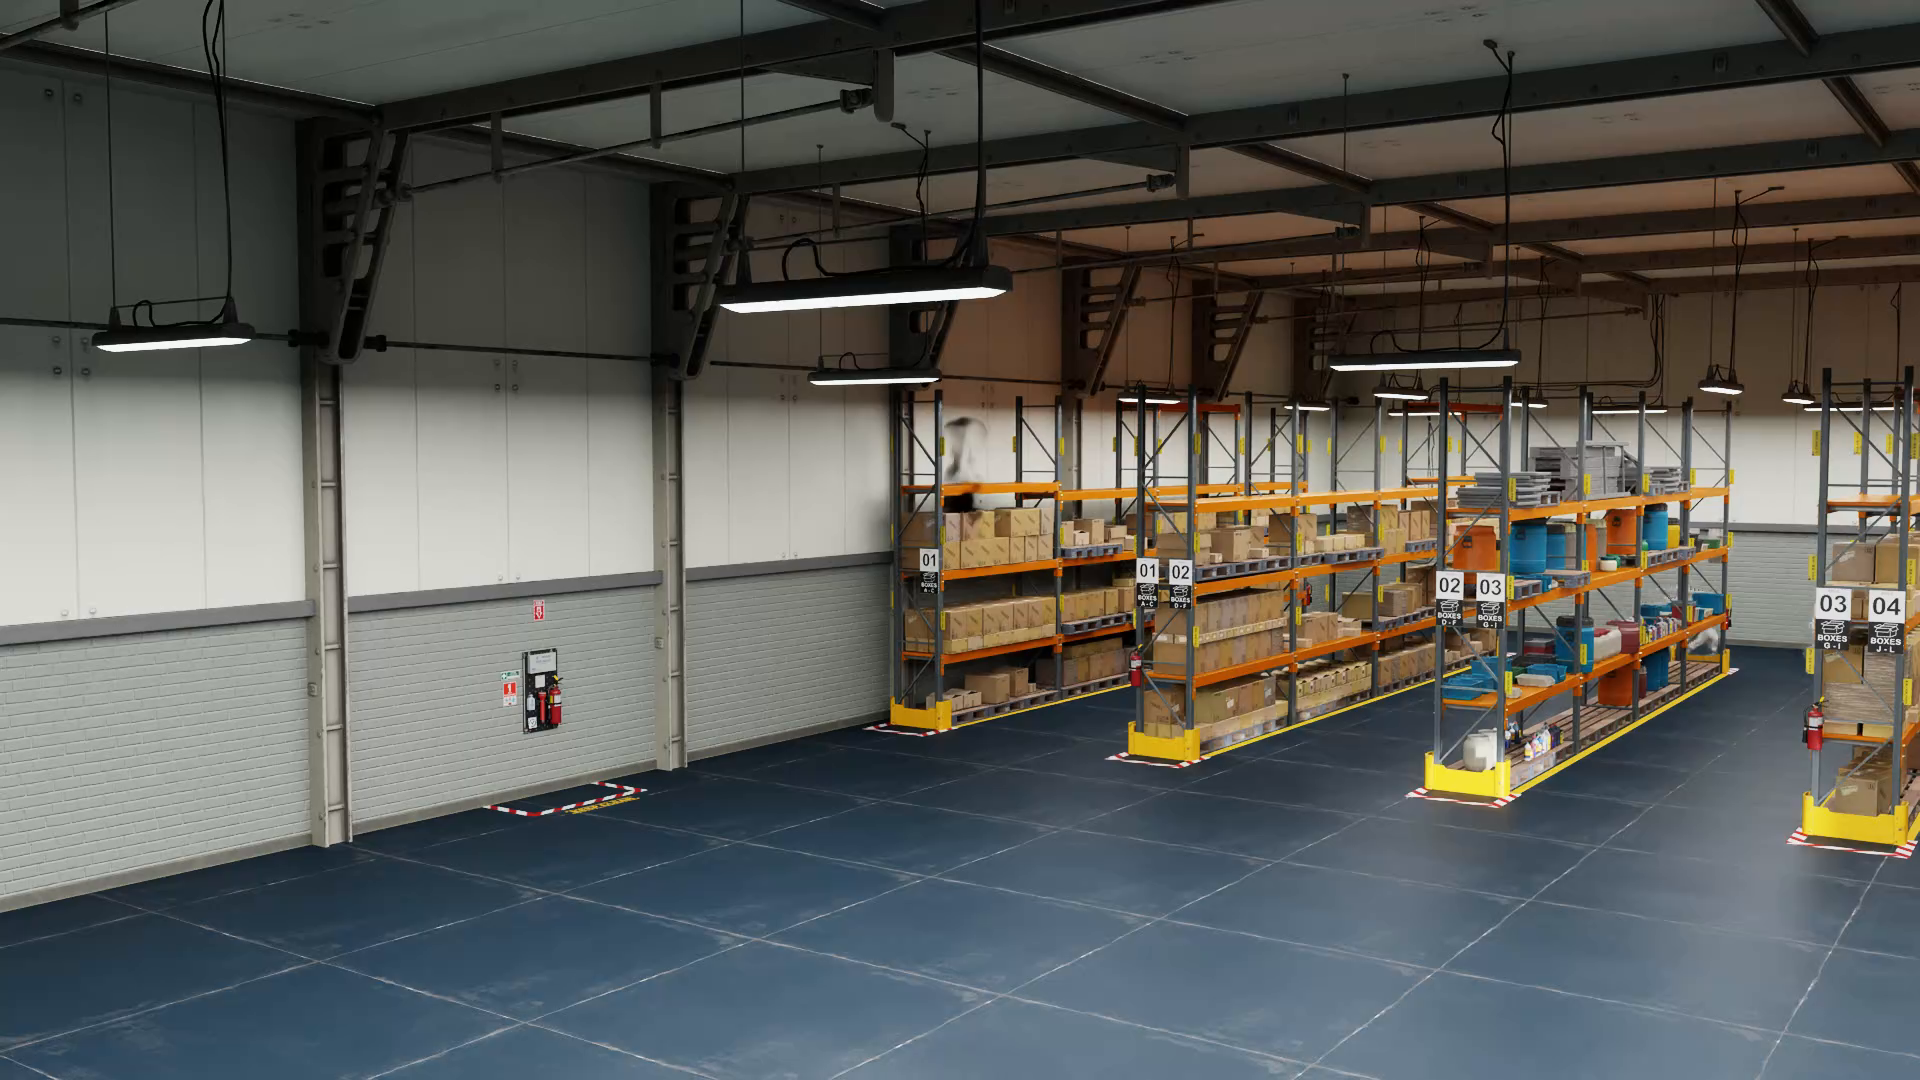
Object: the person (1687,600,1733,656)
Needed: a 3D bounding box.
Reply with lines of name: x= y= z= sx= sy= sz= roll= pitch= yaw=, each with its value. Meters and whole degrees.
person: x=17.399 y=2.039 z=38.731 sx=0.683 sy=1.602 sz=1.130 roll=-3 pitch=4 yaw=-39
